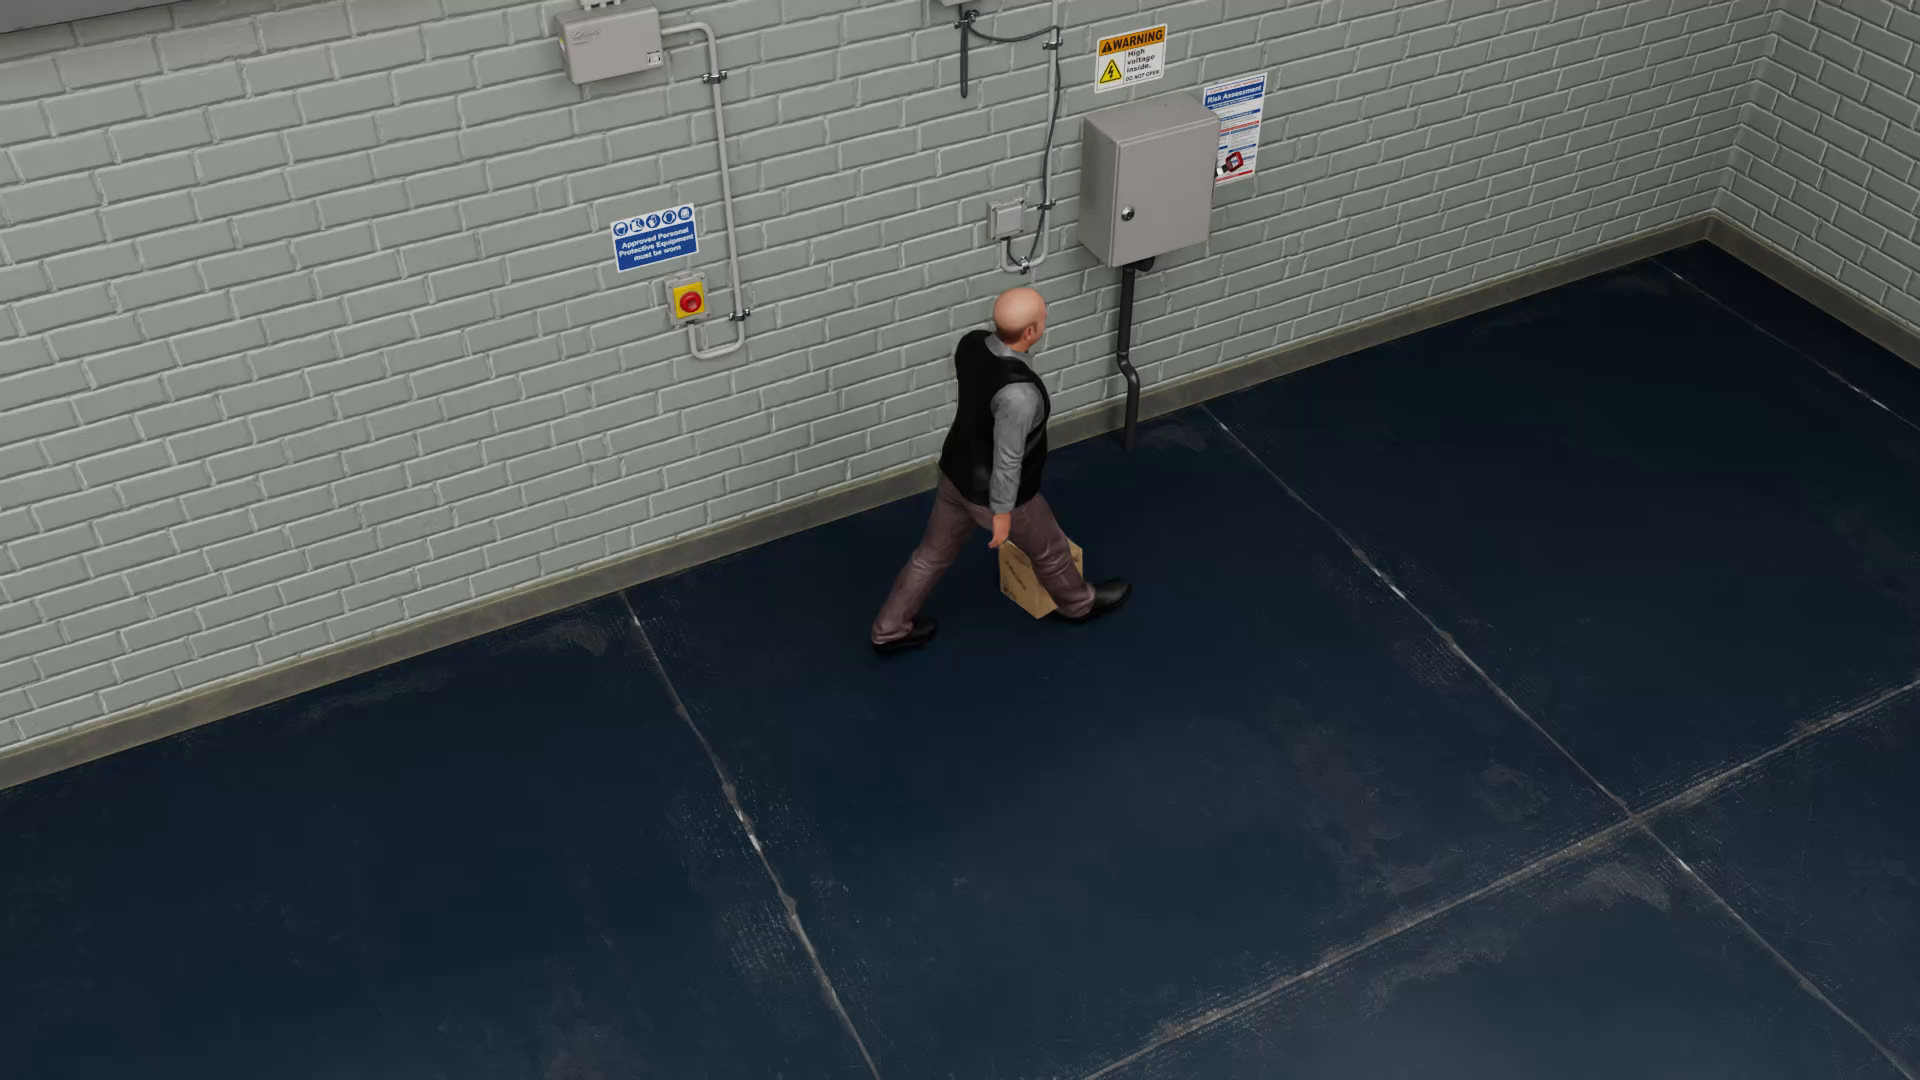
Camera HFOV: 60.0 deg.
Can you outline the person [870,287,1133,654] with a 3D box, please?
[{"bbox_3d":[0.153,-0.265,6.510,1.119,1.651,0.544,-19,45,-21],"label":"person"}]
